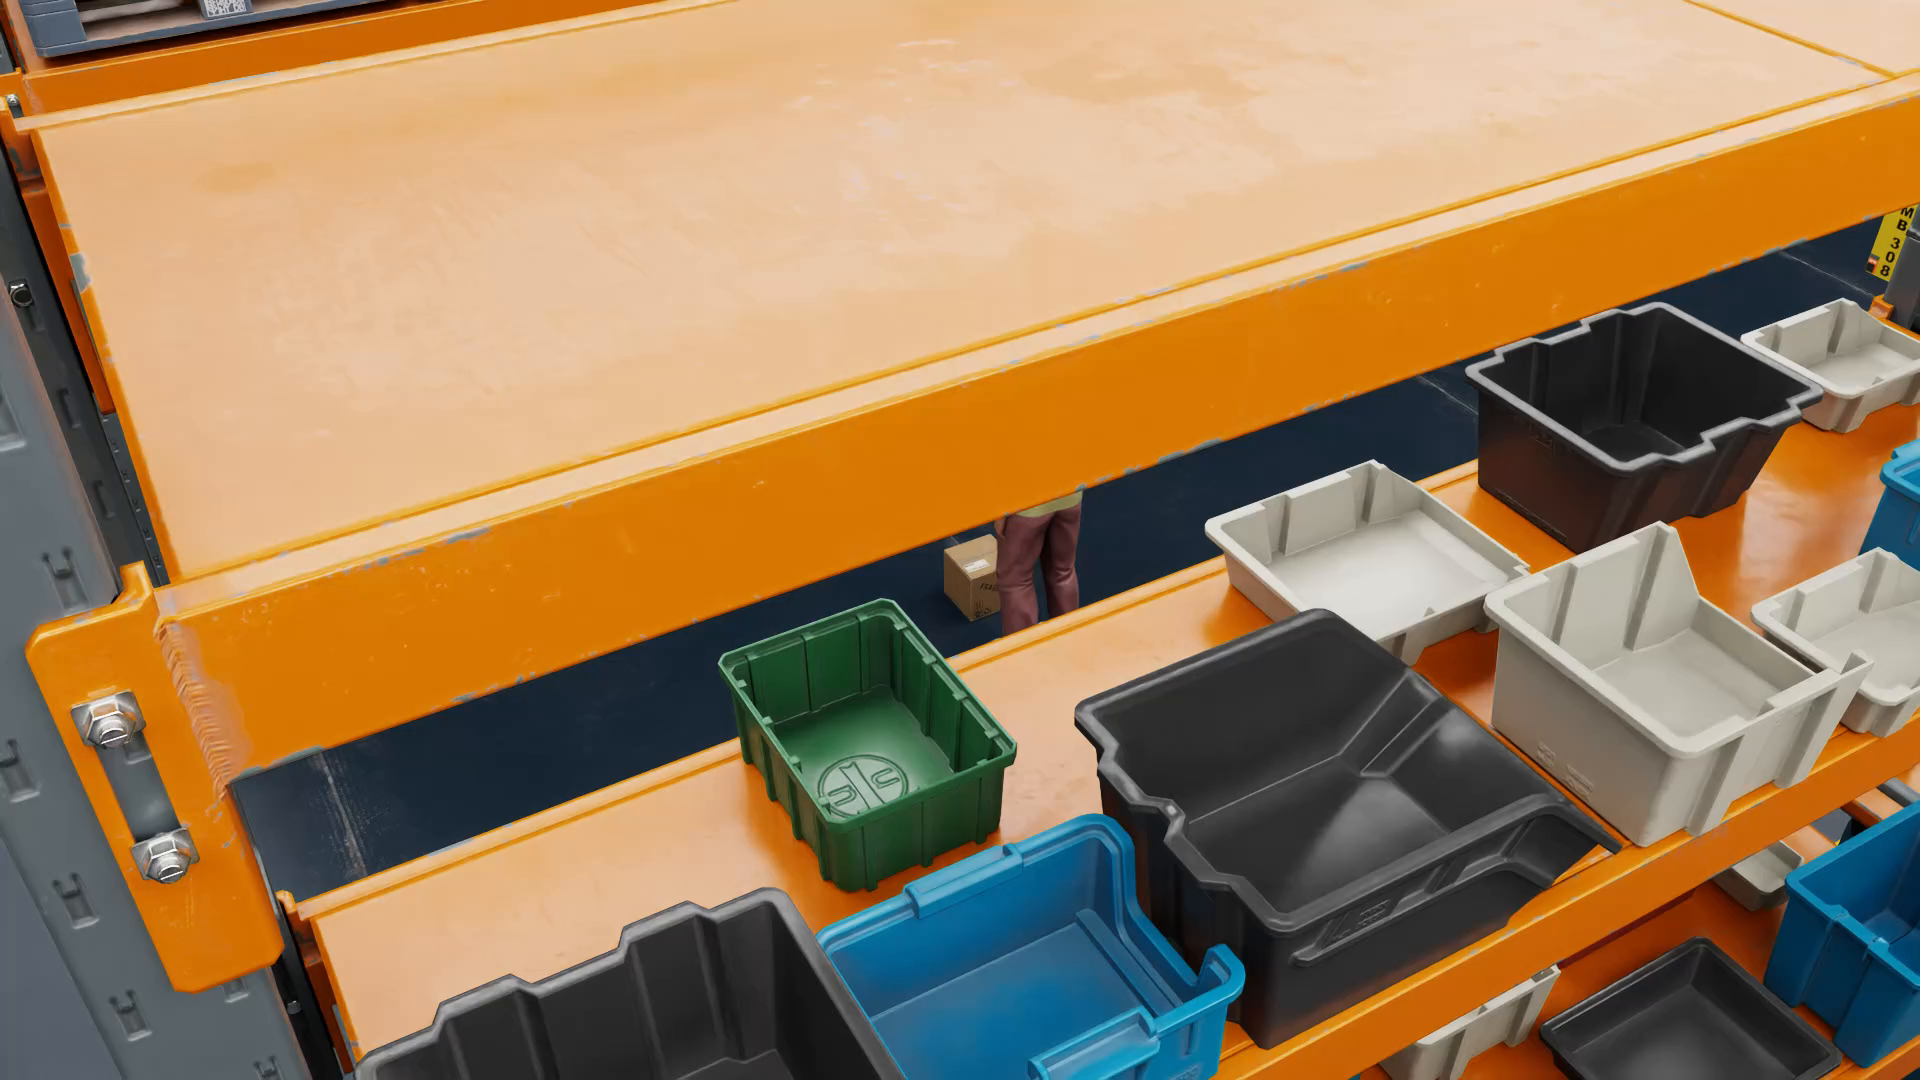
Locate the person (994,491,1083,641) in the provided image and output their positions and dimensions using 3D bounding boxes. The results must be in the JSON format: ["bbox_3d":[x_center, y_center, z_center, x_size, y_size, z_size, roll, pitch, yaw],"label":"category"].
[{"bbox_3d":[0.332,-0.131,6.831,0.441,1.670,0.354,-18,41,-23],"label":"person"}]
